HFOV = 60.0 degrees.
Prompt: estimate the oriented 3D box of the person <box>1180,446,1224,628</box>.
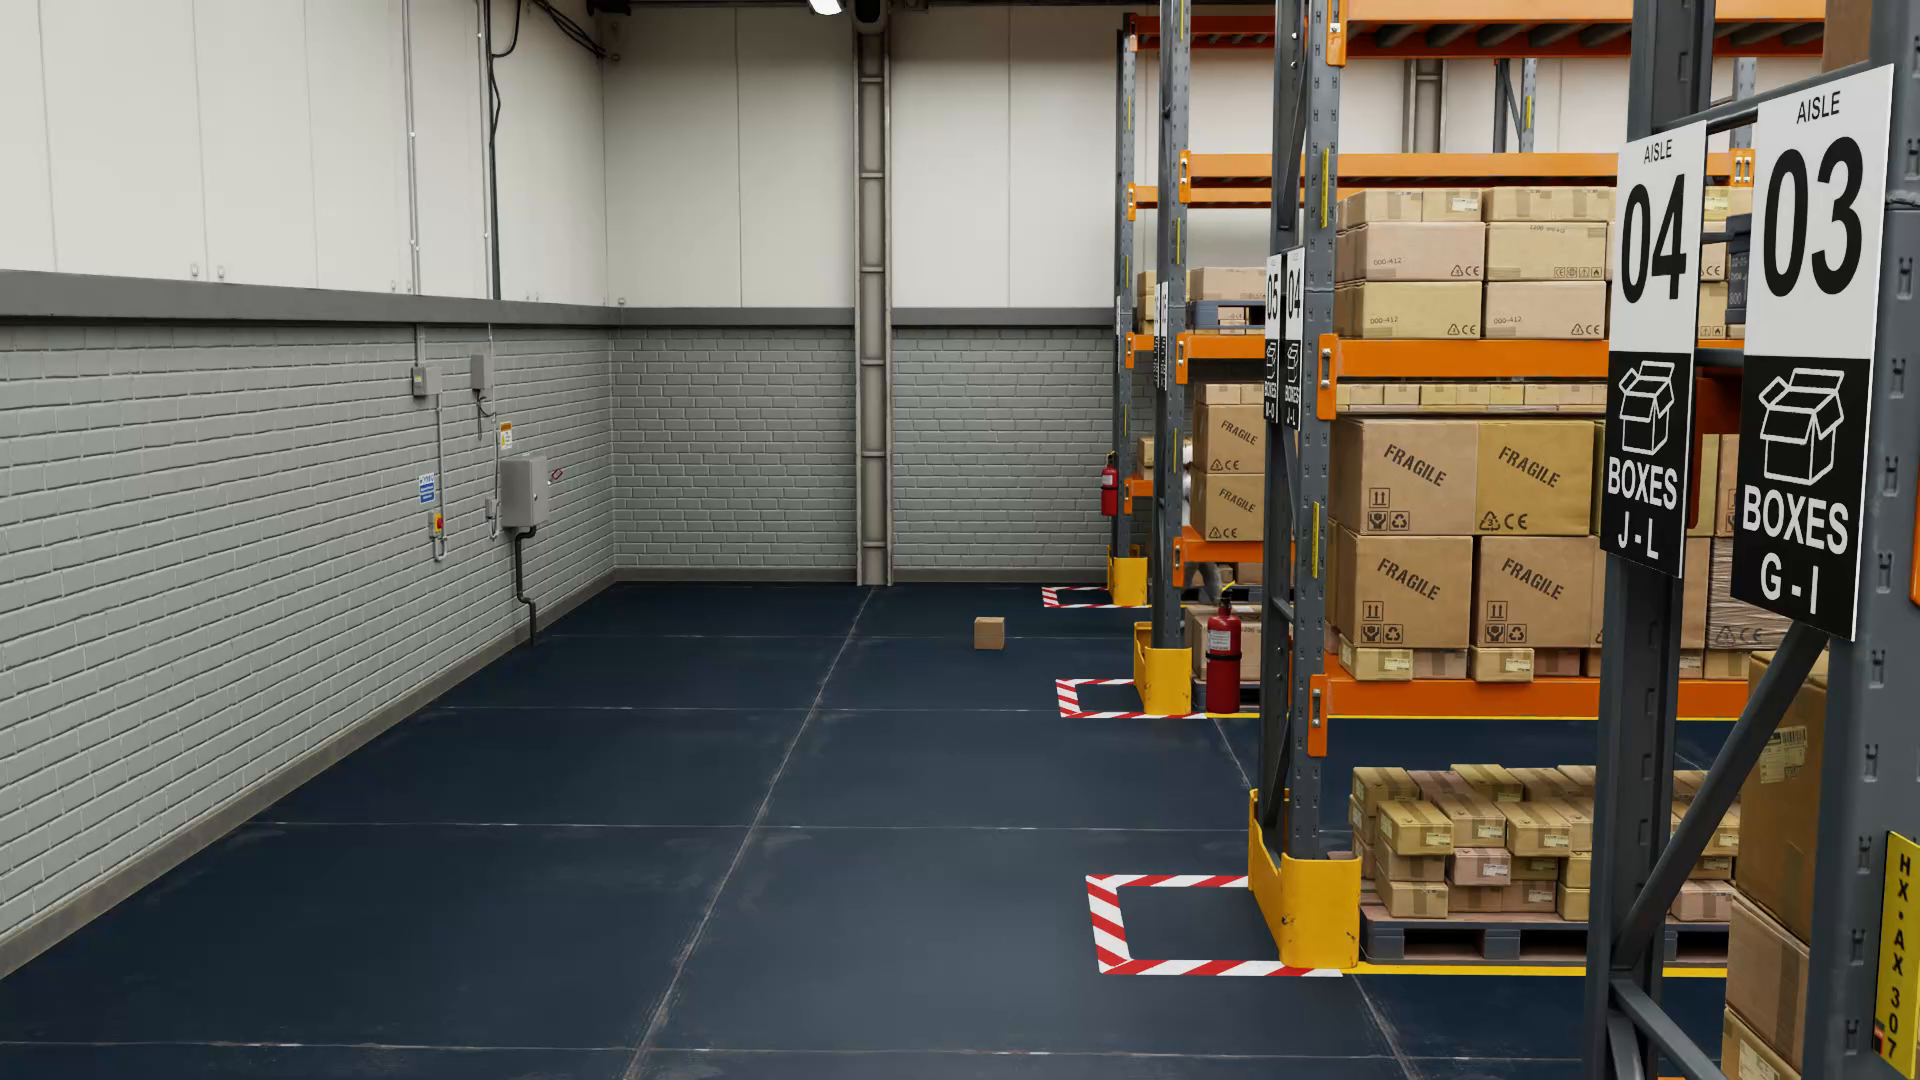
[{"bbox_3d":[2.328,-0.034,15.796,0.965,1.723,0.569,0,7,-2],"label":"person"}]
